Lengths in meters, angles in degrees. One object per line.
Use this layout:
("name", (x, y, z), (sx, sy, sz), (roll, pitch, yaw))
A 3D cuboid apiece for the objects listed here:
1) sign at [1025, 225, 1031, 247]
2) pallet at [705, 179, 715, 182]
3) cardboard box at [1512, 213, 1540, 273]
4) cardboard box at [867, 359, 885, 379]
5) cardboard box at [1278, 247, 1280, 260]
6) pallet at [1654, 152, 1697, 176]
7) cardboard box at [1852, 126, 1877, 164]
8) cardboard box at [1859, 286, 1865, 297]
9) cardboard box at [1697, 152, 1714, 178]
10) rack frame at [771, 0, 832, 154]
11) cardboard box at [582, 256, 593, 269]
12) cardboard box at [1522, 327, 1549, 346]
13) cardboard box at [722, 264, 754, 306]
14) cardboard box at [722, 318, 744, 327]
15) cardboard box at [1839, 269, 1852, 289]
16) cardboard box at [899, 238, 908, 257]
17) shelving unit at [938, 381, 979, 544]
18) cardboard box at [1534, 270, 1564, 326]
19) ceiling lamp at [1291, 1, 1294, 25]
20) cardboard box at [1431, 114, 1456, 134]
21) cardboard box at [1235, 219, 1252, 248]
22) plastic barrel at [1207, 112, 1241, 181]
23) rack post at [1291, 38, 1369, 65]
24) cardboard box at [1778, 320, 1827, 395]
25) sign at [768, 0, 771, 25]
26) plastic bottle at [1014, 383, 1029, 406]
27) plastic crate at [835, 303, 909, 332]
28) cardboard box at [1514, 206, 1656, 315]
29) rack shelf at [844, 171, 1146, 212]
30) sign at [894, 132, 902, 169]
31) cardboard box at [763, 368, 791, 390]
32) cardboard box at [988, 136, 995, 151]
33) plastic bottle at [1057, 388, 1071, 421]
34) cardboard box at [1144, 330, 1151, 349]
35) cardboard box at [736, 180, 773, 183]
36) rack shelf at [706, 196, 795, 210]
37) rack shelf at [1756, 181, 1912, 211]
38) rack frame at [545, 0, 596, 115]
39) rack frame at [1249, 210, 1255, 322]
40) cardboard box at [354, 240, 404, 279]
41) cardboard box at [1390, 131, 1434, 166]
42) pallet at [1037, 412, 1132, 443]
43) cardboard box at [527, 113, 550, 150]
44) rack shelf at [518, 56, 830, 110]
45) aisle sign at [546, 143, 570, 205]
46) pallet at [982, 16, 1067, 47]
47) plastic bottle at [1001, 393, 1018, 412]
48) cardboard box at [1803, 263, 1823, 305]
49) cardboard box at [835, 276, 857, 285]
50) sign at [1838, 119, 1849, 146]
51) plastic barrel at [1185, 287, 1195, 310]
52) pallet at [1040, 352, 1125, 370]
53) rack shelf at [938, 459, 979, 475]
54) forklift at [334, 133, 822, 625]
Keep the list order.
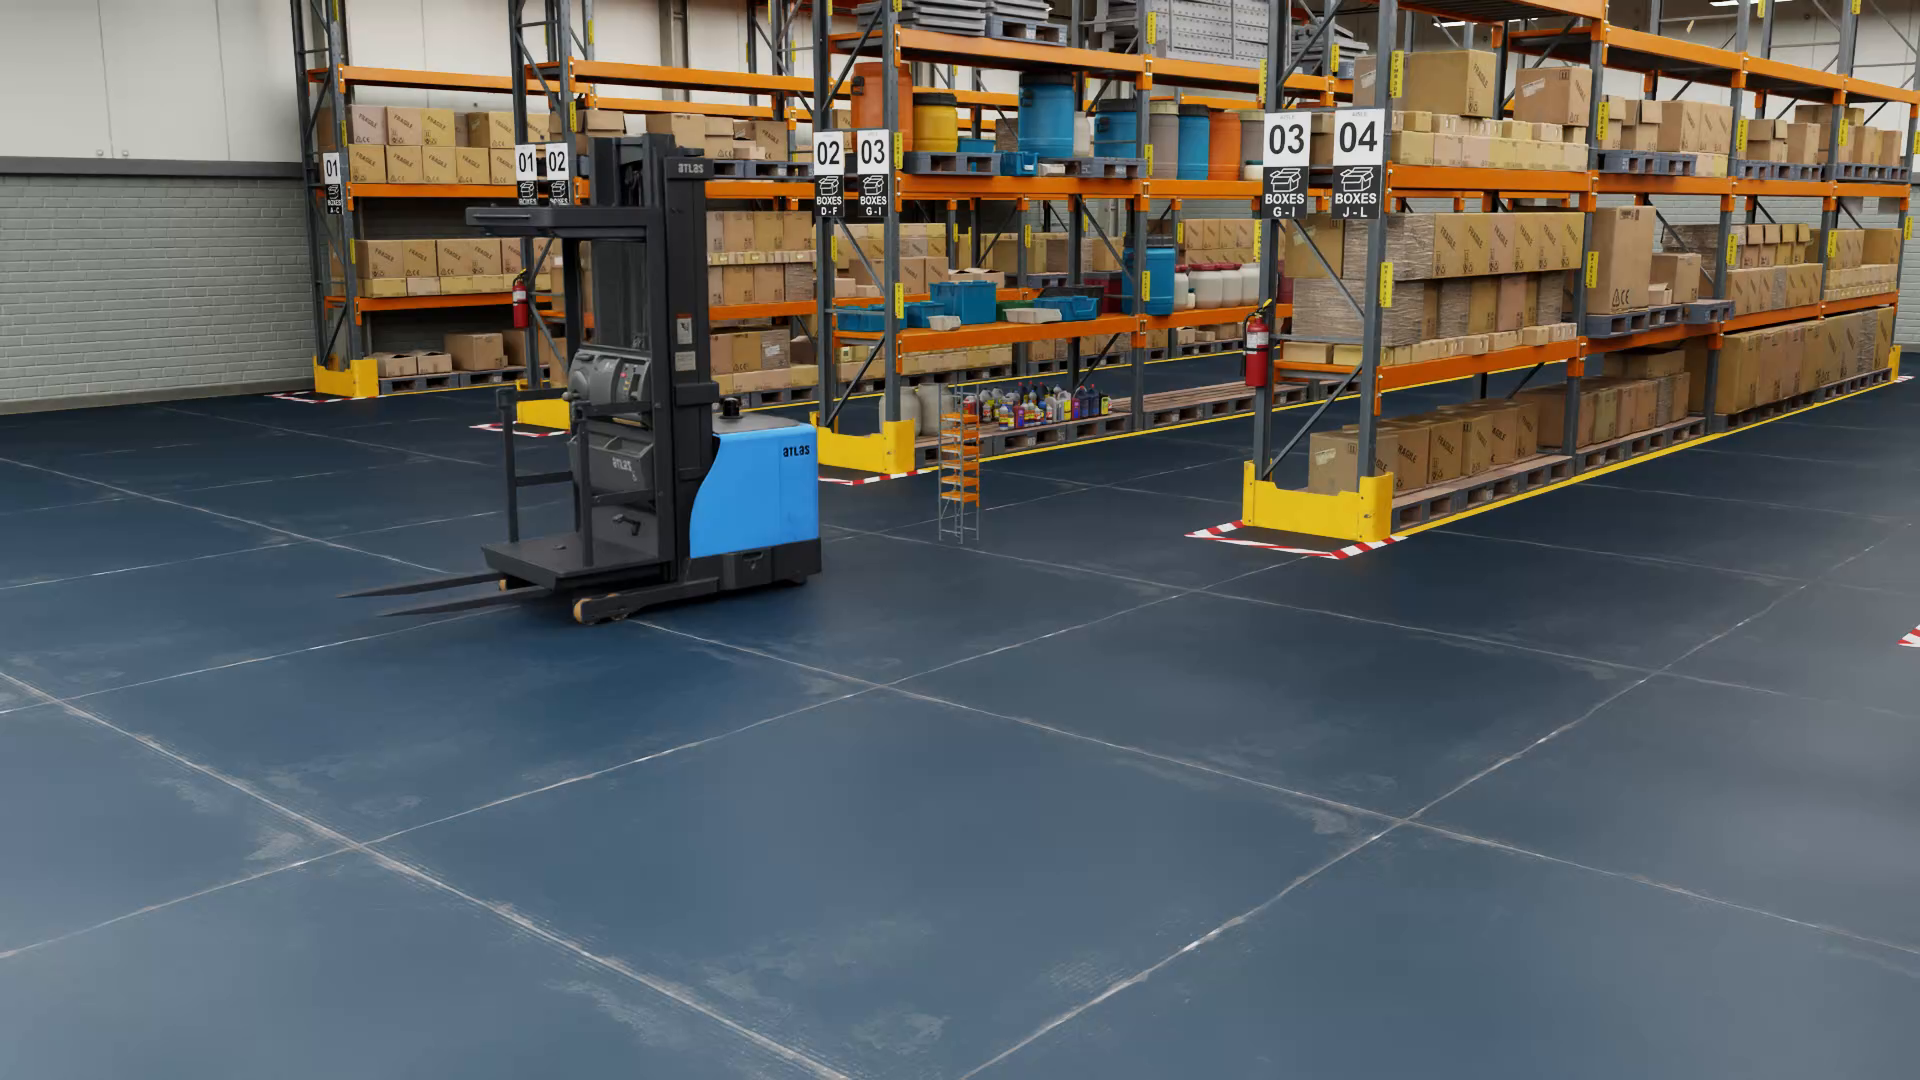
("sign", (1.003, -4.490, 24.579), (0.100, 0.325, 0.005), (10, 15, 40))
("pallet", (-4.610, -5.654, 26.183), (1.213, 0.211, 1.003), (10, 15, 40))
("cardboard box", (4.632, -2.560, 14.304), (0.500, 0.500, 0.500), (10, 15, 40))
("cardboard box", (-1.266, -2.365, 22.844), (0.500, 0.250, 0.500), (10, 15, 42))
("cardboard box", (5.434, -5.042, 30.042), (0.500, 0.500, 0.500), (10, 15, 41))
("pallet", (6.552, -3.733, 16.564), (1.213, 0.211, 1.003), (10, 15, 40))
("cardboard box", (11.945, -5.336, 22.528), (0.700, 0.500, 0.500), (11, 15, 43))
("cardboard box", (12.136, -3.408, 22.757), (0.380, 0.149, 0.250), (9, 15, 39))
("cardboard box", (7.576, -3.934, 17.472), (0.500, 0.250, 0.500), (10, 15, 40))
("rack frame", (-2.056, -6.347, 21.515), (1.000, 3.000, 0.127), (10, 15, 40))
("cardboard box", (-4.276, -3.214, 19.233), (0.380, 0.149, 0.250), (10, 15, 40))
("cardboard box", (4.998, -1.816, 14.784), (0.380, 0.149, 0.250), (10, 15, 40))
("cardboard box", (-3.022, -3.237, 21.002), (0.700, 0.500, 0.500), (10, 15, 41))
("cardboard box", (-4.003, -3.450, 27.587), (0.700, 0.500, 0.500), (10, 15, 40))
("cardboard box", (11.502, -3.481, 22.106), (0.500, 0.250, 0.500), (10, 15, 40))
("cardboard box", (-1.282, -5.177, 29.909), (0.500, 0.500, 0.500), (10, 15, 40))
("shelving unit", (-0.010, -0.586, 12.583), (0.258, 1.200, 0.189), (10, 15, 40))
("cardboard box", (5.039, -2.261, 15.357), (0.875, 0.500, 0.500), (10, 15, 40))
("ceiling lamp", (5.810, -11.684, 33.329), (2.000, 3.185, 0.800), (10, 15, 40))
("cardboard box", (3.649, -3.249, 13.025), (0.380, 0.149, 0.250), (11, 15, 43))
("cardboard box", (4.767, -5.382, 29.193), (0.500, 0.500, 0.500), (10, 15, 42))
("plastic barrel", (3.165, -4.846, 20.558), (0.600, 0.830, 0.708), (10, 15, 40))
("rack post", (4.750, -6.370, 21.820), (0.954, 0.300, 0.937), (10, 15, 40))
("cardboard box", (10.256, -2.368, 21.263), (1.225, 0.875, 0.875), (10, 15, 41))
("sign", (-2.472, -6.913, 21.759), (0.100, 0.325, 0.005), (10, 15, 40))
("plastic bottle", (0.693, -1.588, 18.645), (0.144, 0.351, 0.185), (9, 14, 38))
("plastic crate", (-0.873, -2.215, 16.524), (0.499, 0.251, 0.616), (10, 15, 40))
("cardboard box", (6.012, -2.723, 16.082), (1.000, 1.000, 1.000), (10, 15, 41))
("rack shelf", (0.342, -3.588, 17.197), (1.077, 0.370, 4.000), (10, 15, 40))
("sign", (-0.568, -3.580, 15.293), (0.100, 0.325, 0.005), (10, 15, 40))
("cardboard box", (-2.536, -2.094, 21.486), (0.500, 0.250, 0.500), (10, 15, 40))
("cardboard box", (0.517, -7.388, 31.523), (0.500, 0.500, 0.500), (9, 15, 39))
("plastic bottle", (1.113, -1.473, 18.070), (0.144, 0.351, 0.185), (10, 15, 40))
("cardboard box", (2.781, -3.391, 27.290), (0.500, 0.500, 0.500), (10, 15, 41))
("cardboard box", (-3.412, -5.930, 27.261), (0.500, 0.311, 0.500), (10, 15, 40))
("rack shelf", (-4.460, -5.458, 26.557), (1.077, 0.370, 4.000), (10, 15, 40))
("rack shelf", (11.984, -4.714, 22.830), (1.077, 0.370, 4.000), (10, 15, 40))
("rack frame", (-5.780, -6.987, 24.719), (1.000, 3.000, 0.127), (10, 15, 40))
("rack frame", (5.865, -5.171, 30.942), (1.000, 3.000, 0.127), (10, 15, 40))
("cardboard box", (-7.879, -3.792, 22.457), (0.500, 0.500, 0.500), (10, 15, 40))
("cardboard box", (3.254, -2.970, 12.650), (0.500, 0.250, 0.500), (10, 15, 42))
("pallet", (1.187, -1.304, 18.699), (1.003, 0.211, 1.213), (10, 15, 40))
("cardboard box", (-6.263, -5.874, 23.946), (0.500, 0.500, 0.500), (11, 16, 43))
("rack shelf", (-3.377, -5.504, 20.152), (1.077, 0.370, 4.000), (10, 15, 40))
("aisle sign", (-4.510, -4.043, 18.655), (0.394, 0.787, 0.004), (10, 15, 40))
("pallet", (0.333, -5.112, 16.836), (1.003, 0.211, 1.213), (10, 15, 40))
("plastic bottle", (0.540, -1.474, 18.262), (0.152, 0.276, 0.135), (10, 15, 40))
("cardboard box", (10.560, -3.246, 21.050), (0.500, 0.500, 0.500), (10, 15, 41))
("cardboard box", (-1.614, -3.493, 22.883), (0.396, 0.266, 0.258), (9, 15, 39))
("sign", (11.077, -5.111, 20.861), (0.100, 0.325, 0.005), (10, 15, 40))
("plastic barrel", (2.651, -2.872, 19.783), (0.301, 0.262, 0.301), (0, 11, 0))
("pallet", (1.911, -2.910, 26.743), (1.003, 0.211, 1.213), (10, 15, 40))
("rack shelf", (-0.010, -0.543, 12.592), (0.258, 0.103, 0.180), (10, 15, 40))
("forklift", (-2.379, -1.034, 10.404), (3.031, 2.935, 1.130), (-10, 15, -40))
